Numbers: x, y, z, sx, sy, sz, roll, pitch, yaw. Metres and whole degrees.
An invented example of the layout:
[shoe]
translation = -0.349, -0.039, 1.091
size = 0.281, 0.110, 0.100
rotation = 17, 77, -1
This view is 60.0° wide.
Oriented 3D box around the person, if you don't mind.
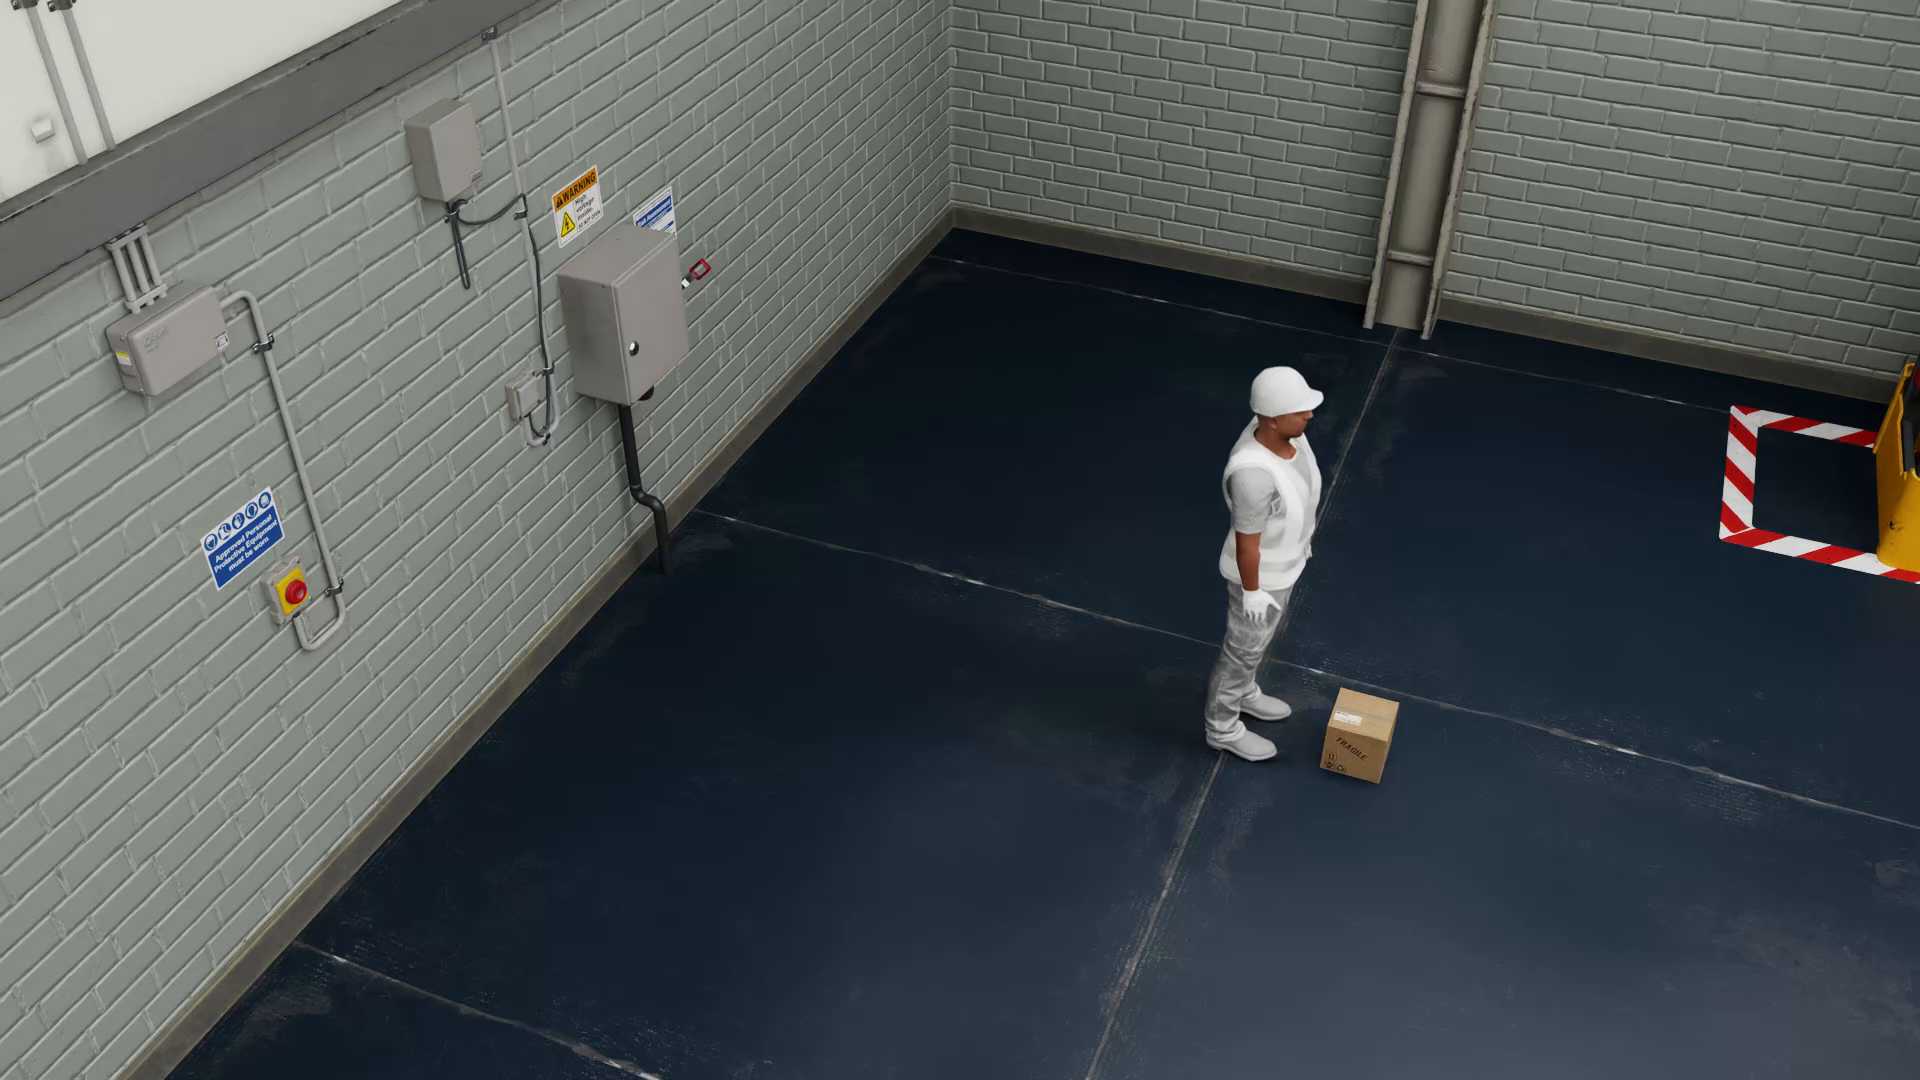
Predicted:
[person]
translation = 1.227, 0.091, 6.675
size = 0.369, 1.787, 0.547
rotation = 15, 40, 19
